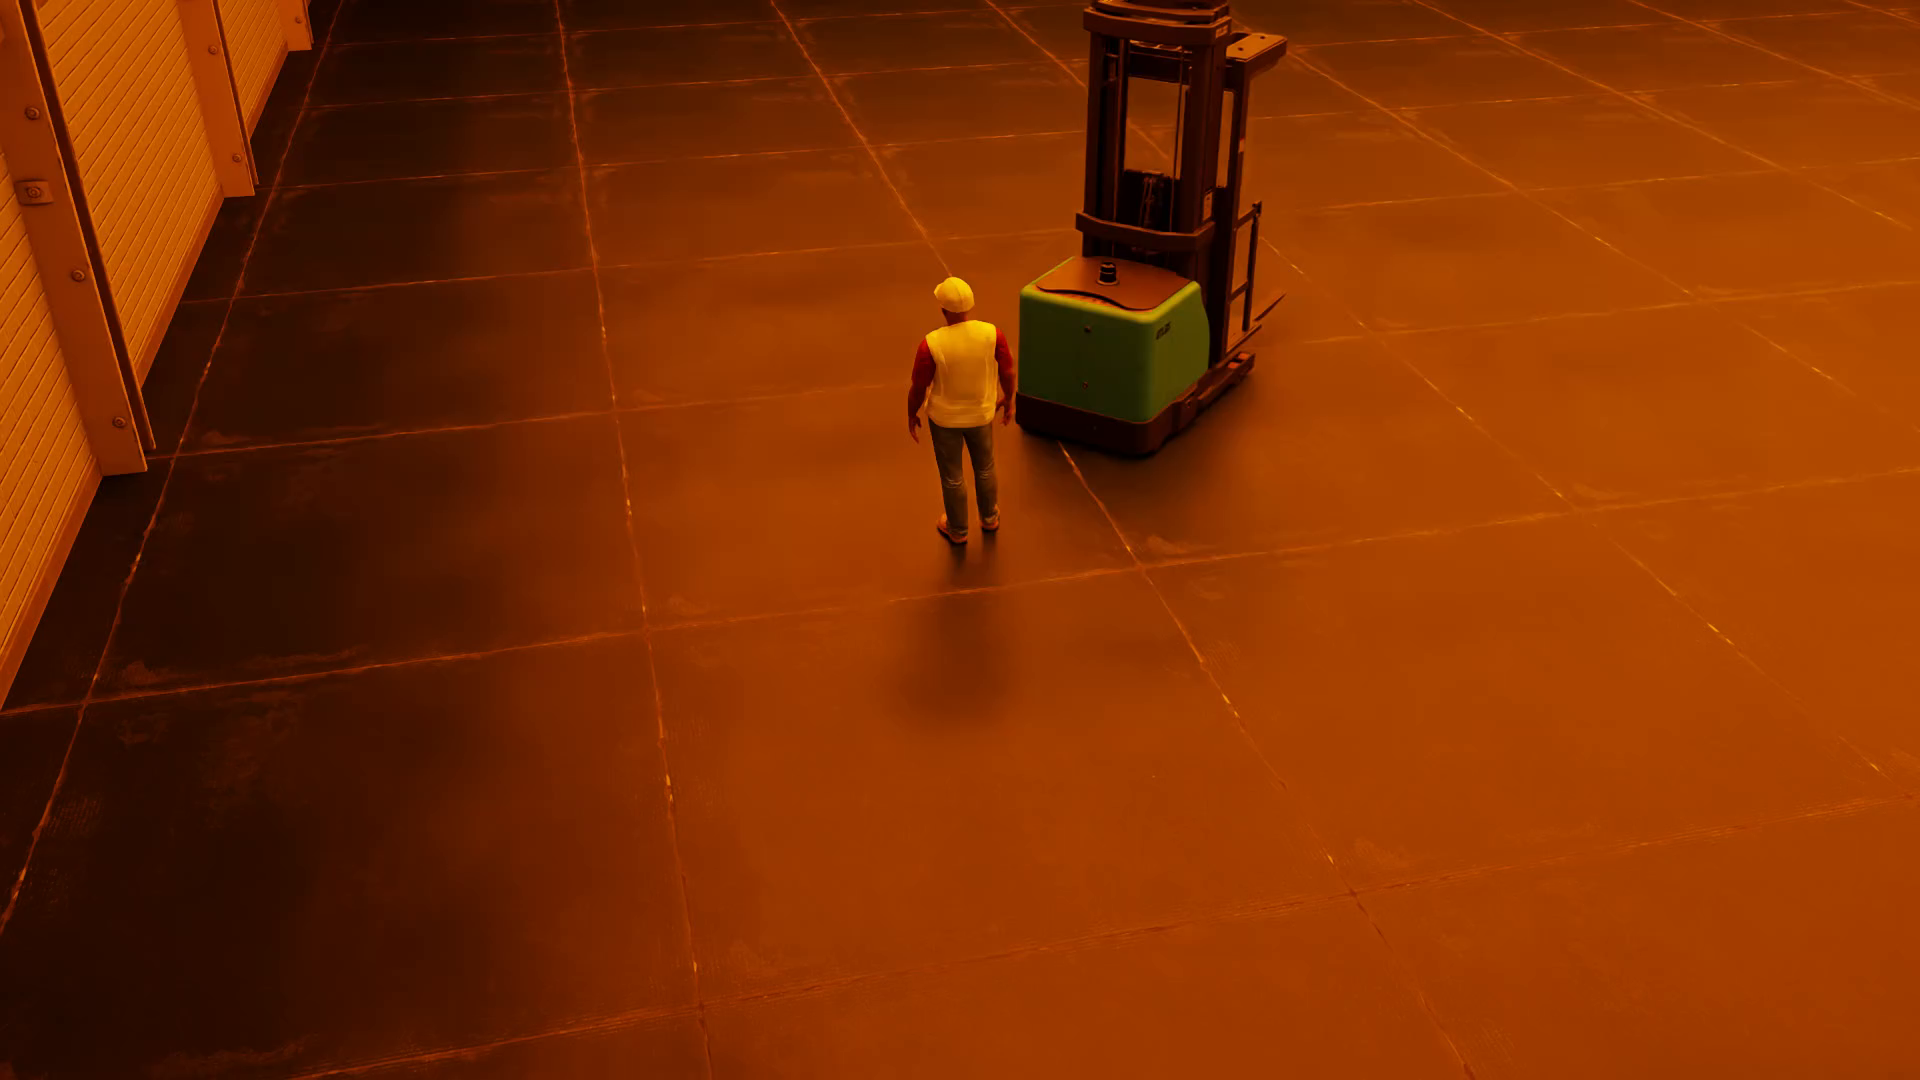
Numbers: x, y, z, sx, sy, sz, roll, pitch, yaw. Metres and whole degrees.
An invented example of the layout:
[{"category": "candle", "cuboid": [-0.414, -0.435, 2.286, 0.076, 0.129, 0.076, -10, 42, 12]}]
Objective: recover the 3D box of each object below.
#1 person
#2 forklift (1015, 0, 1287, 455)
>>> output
[{"category": "person", "cuboid": [-0.010, -0.805, 10.113, 0.665, 1.765, 0.577, -7, 31, -12]}, {"category": "forklift", "cuboid": [1.588, -2.550, 11.979, 1.130, 2.935, 3.031, 17, 34, 27]}]
